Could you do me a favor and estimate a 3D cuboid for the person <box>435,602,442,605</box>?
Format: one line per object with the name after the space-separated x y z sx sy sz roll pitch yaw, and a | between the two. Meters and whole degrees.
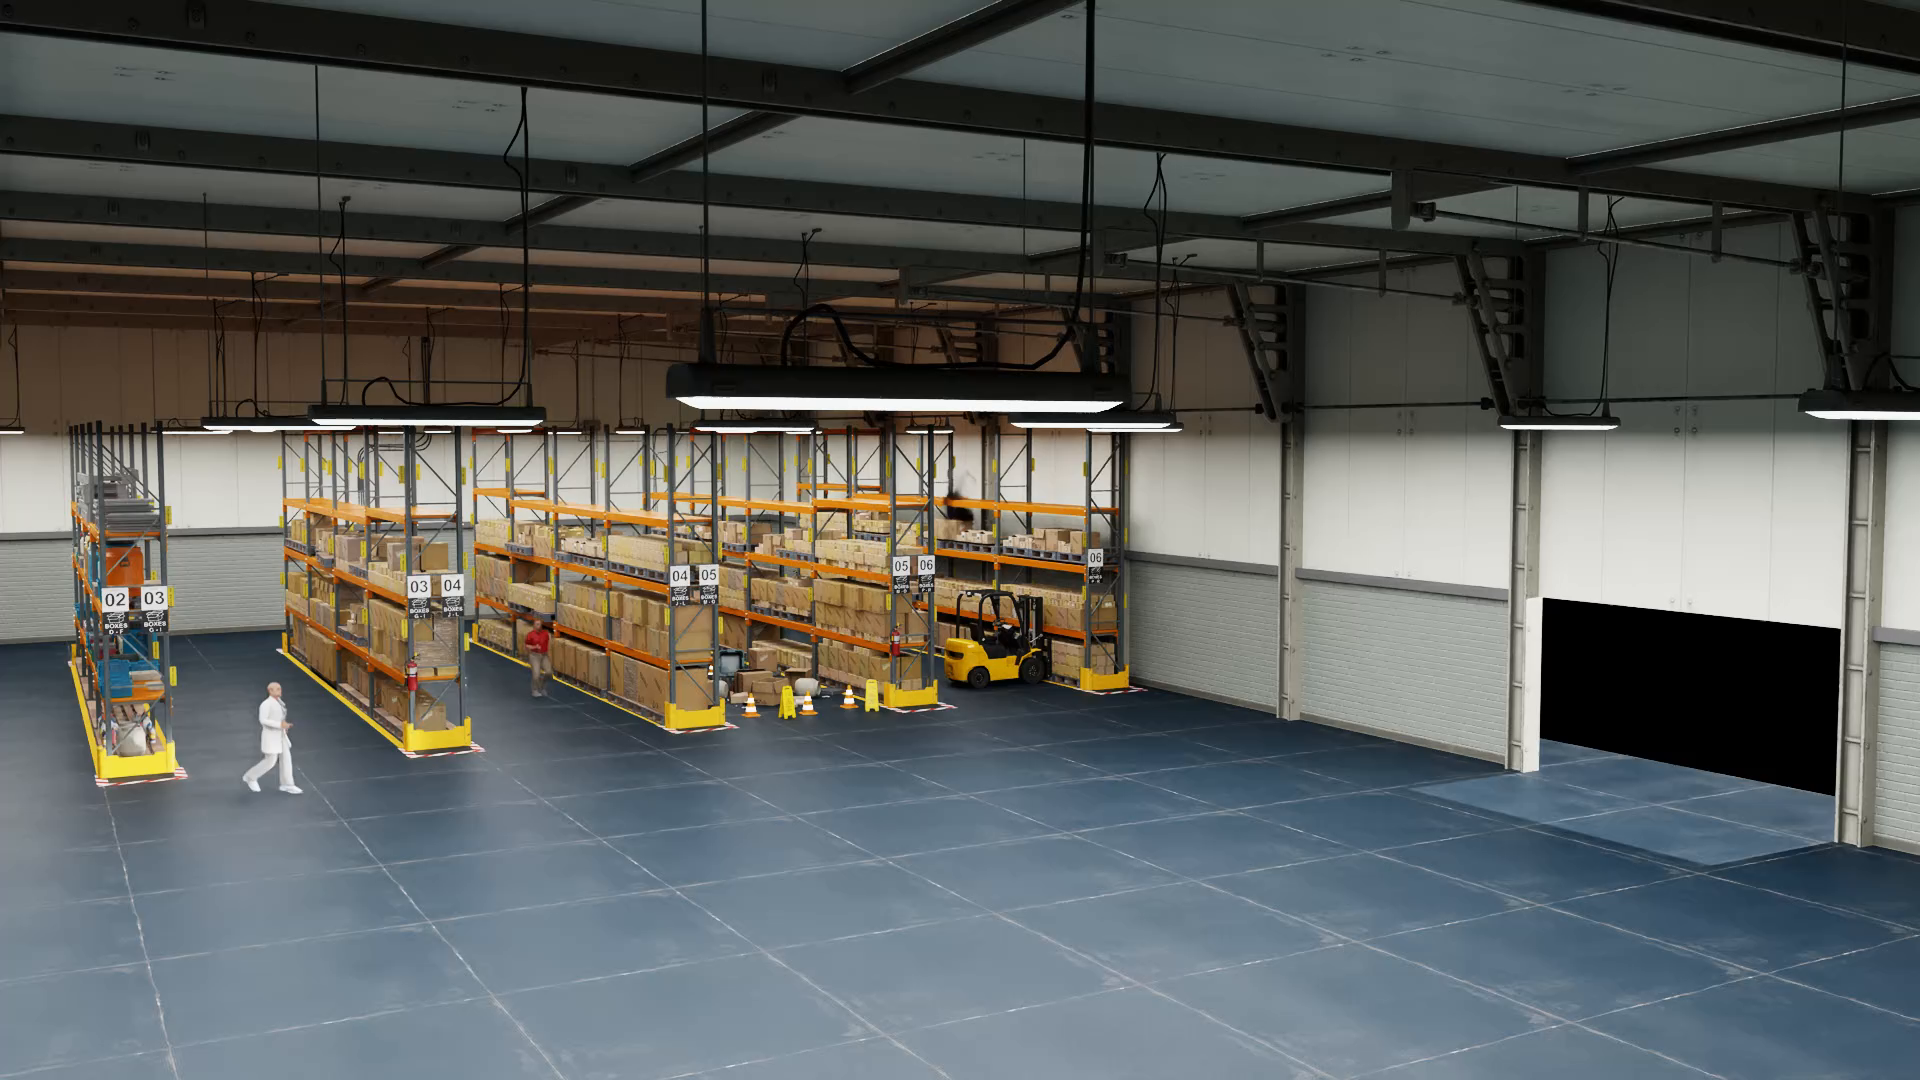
-14.498 1.995 46.621 0.716 1.680 0.928 1 4 21 | person

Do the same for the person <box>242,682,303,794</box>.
-11.049 3.181 26.714 0.935 1.798 0.732 0 4 4 | person

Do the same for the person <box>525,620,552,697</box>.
-9.212 2.622 36.531 0.645 1.730 0.643 -3 4 -37 | person
